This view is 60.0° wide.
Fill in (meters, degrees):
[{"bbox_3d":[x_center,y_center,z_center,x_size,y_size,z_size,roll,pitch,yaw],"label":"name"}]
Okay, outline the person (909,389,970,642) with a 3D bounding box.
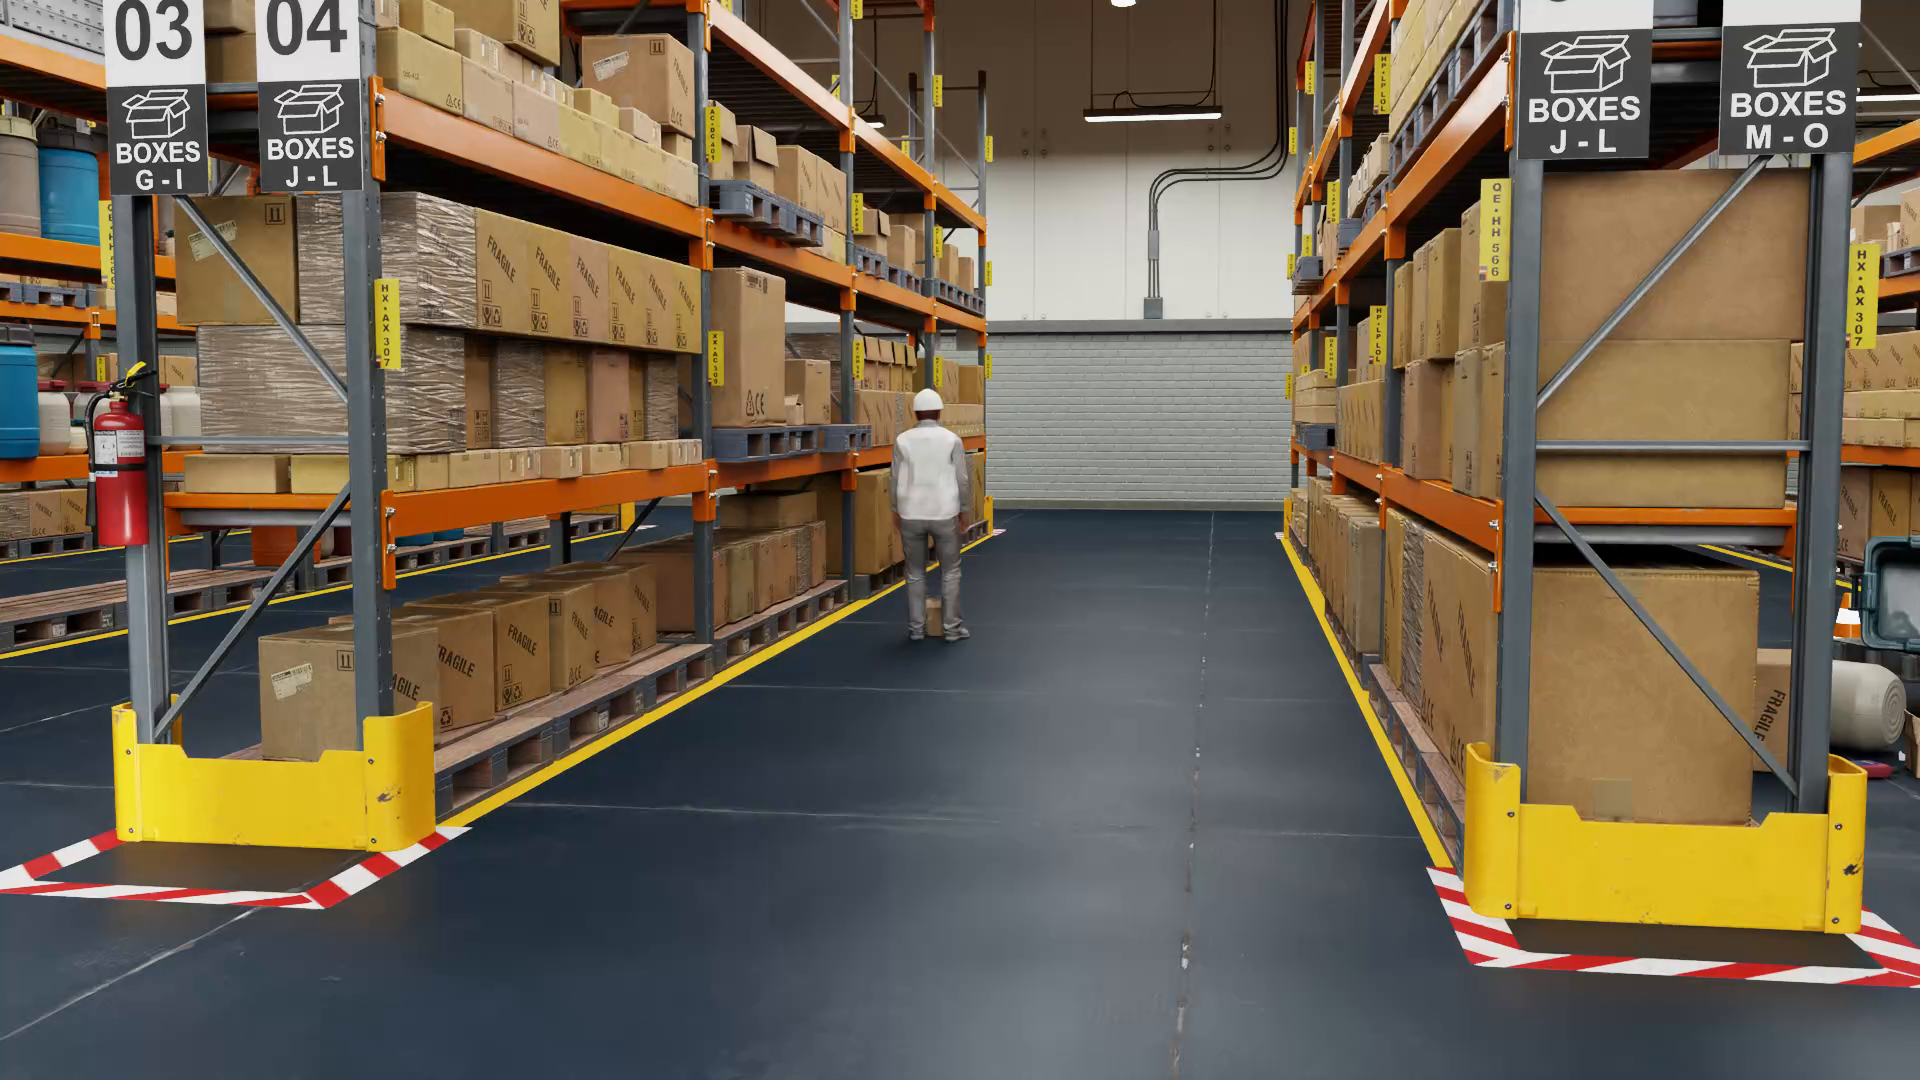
[{"bbox_3d":[-3.629,-2.226,12.062,7.450,5.808,11.427,1,4,7],"label":"person"}]
